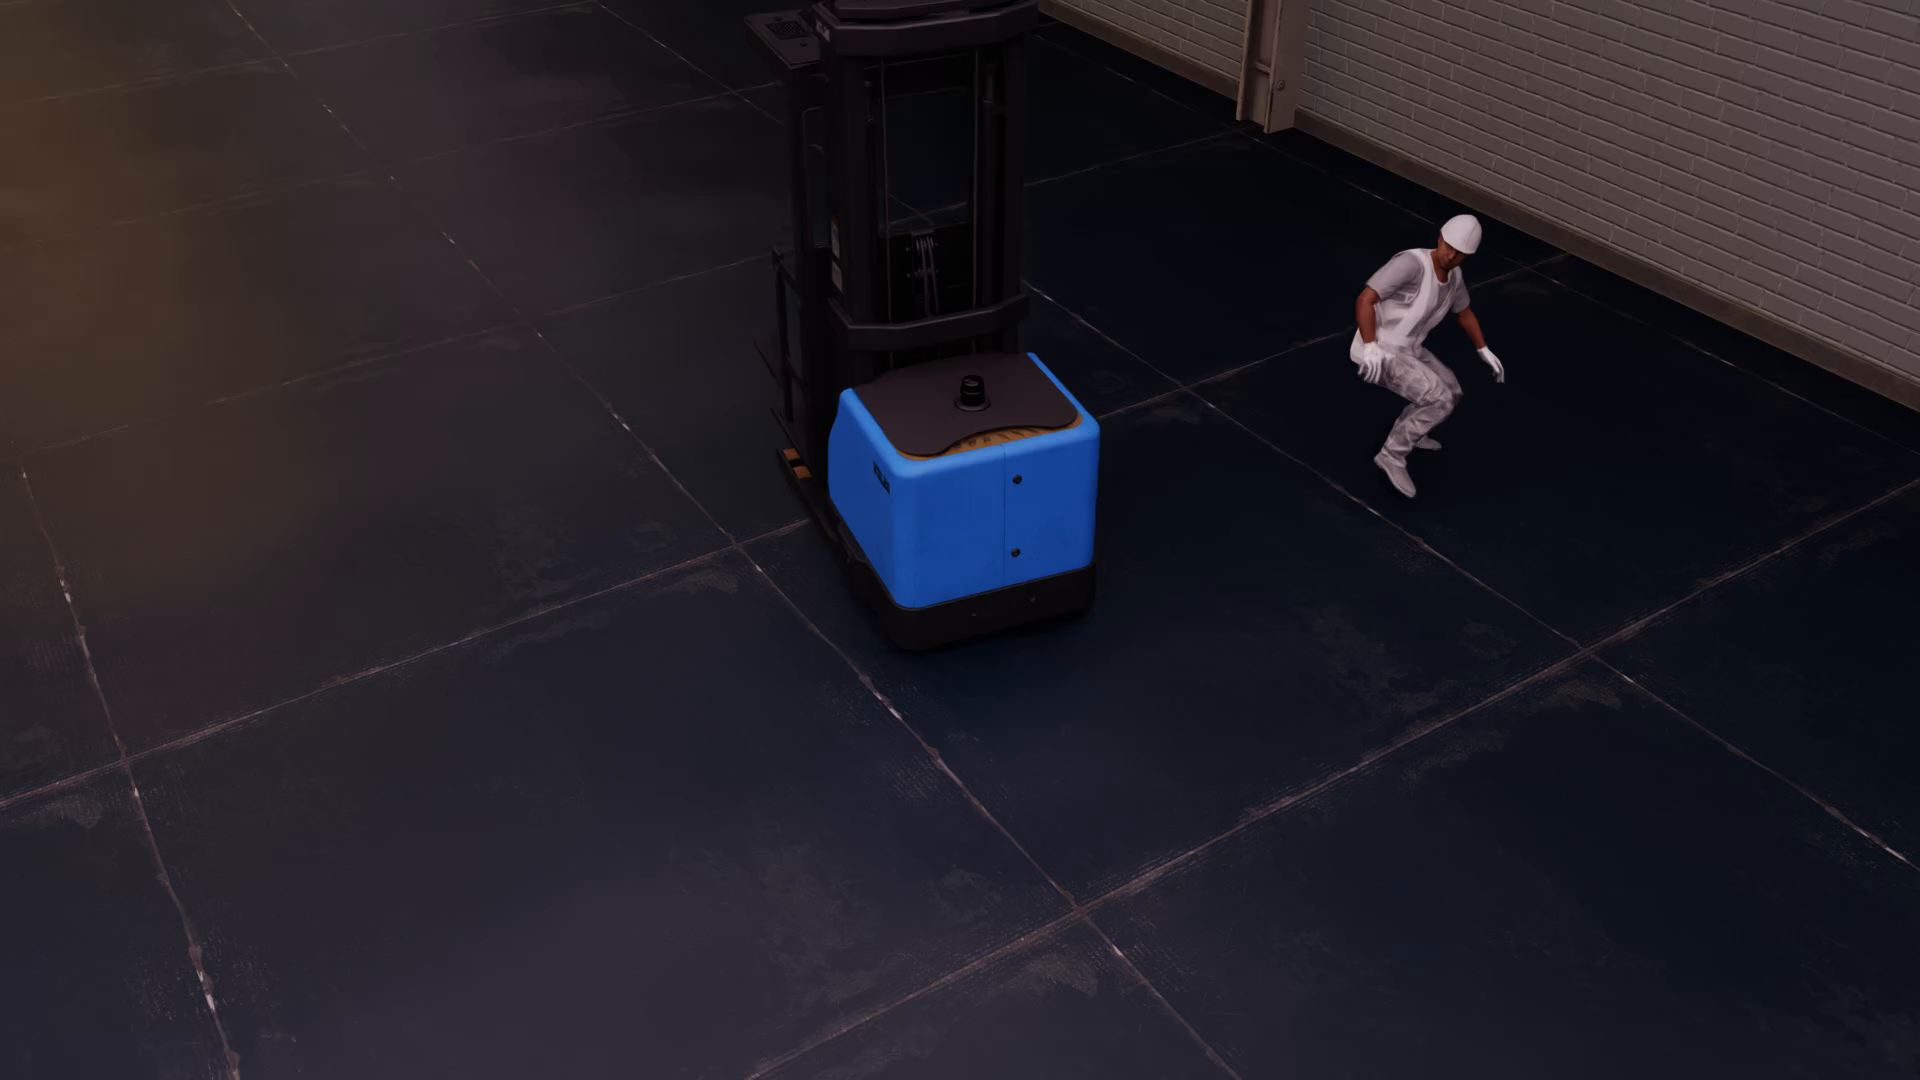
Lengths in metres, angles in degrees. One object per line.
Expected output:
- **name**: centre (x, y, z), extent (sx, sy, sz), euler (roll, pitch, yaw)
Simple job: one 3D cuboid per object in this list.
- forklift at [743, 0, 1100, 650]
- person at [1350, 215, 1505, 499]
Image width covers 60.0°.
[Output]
- **forklift**: centre (-0.366, -1.521, 8.312), extent (1.130, 2.935, 3.031), euler (-13, 37, -18)
- **person**: centre (2.458, -0.987, 8.827), extent (0.697, 1.535, 0.826), euler (25, 42, 31)
